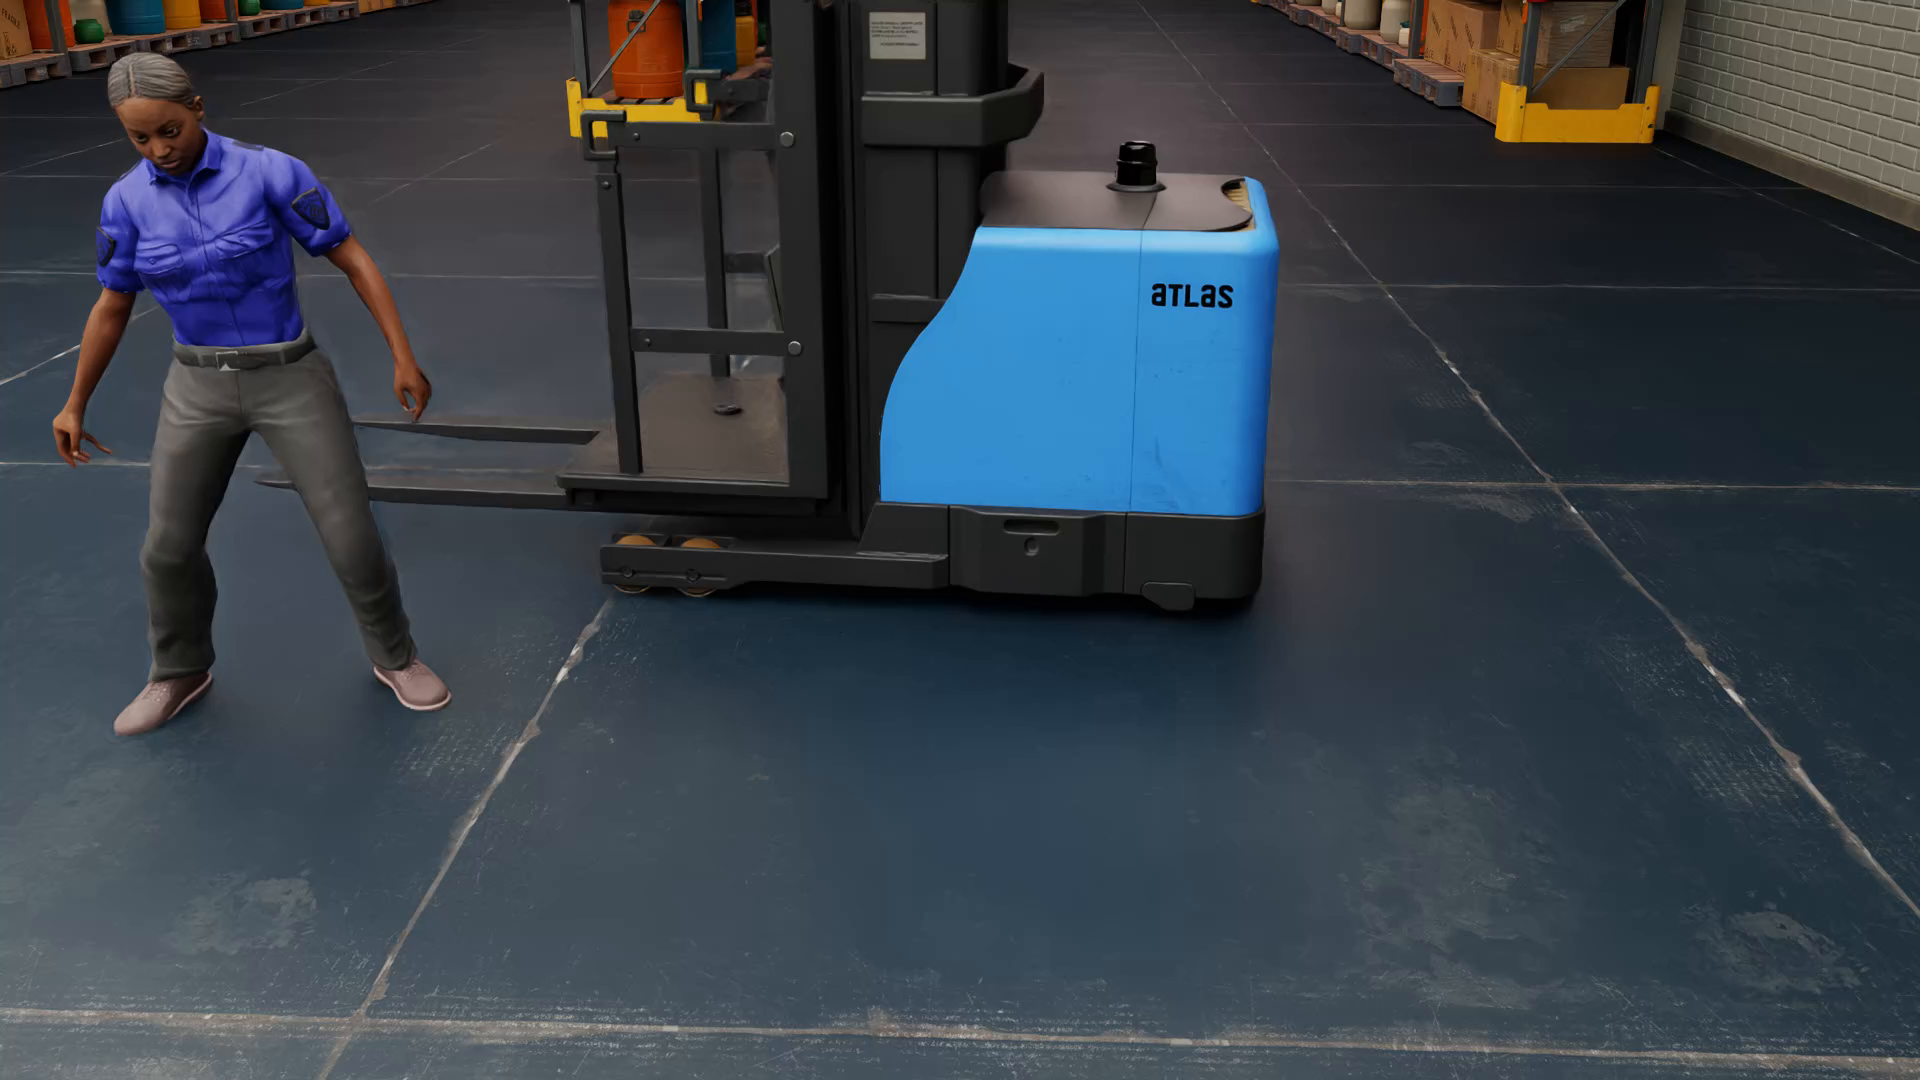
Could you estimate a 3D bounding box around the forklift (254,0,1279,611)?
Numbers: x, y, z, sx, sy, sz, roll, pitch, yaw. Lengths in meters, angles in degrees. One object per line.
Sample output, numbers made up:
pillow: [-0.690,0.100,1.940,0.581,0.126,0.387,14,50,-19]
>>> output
forklift: [-0.607,-1.388,4.730,3.031,2.935,1.130,3,22,7]

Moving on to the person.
person: [-1.662,-0.306,3.858,0.849,1.611,0.374,-3,22,-8]
